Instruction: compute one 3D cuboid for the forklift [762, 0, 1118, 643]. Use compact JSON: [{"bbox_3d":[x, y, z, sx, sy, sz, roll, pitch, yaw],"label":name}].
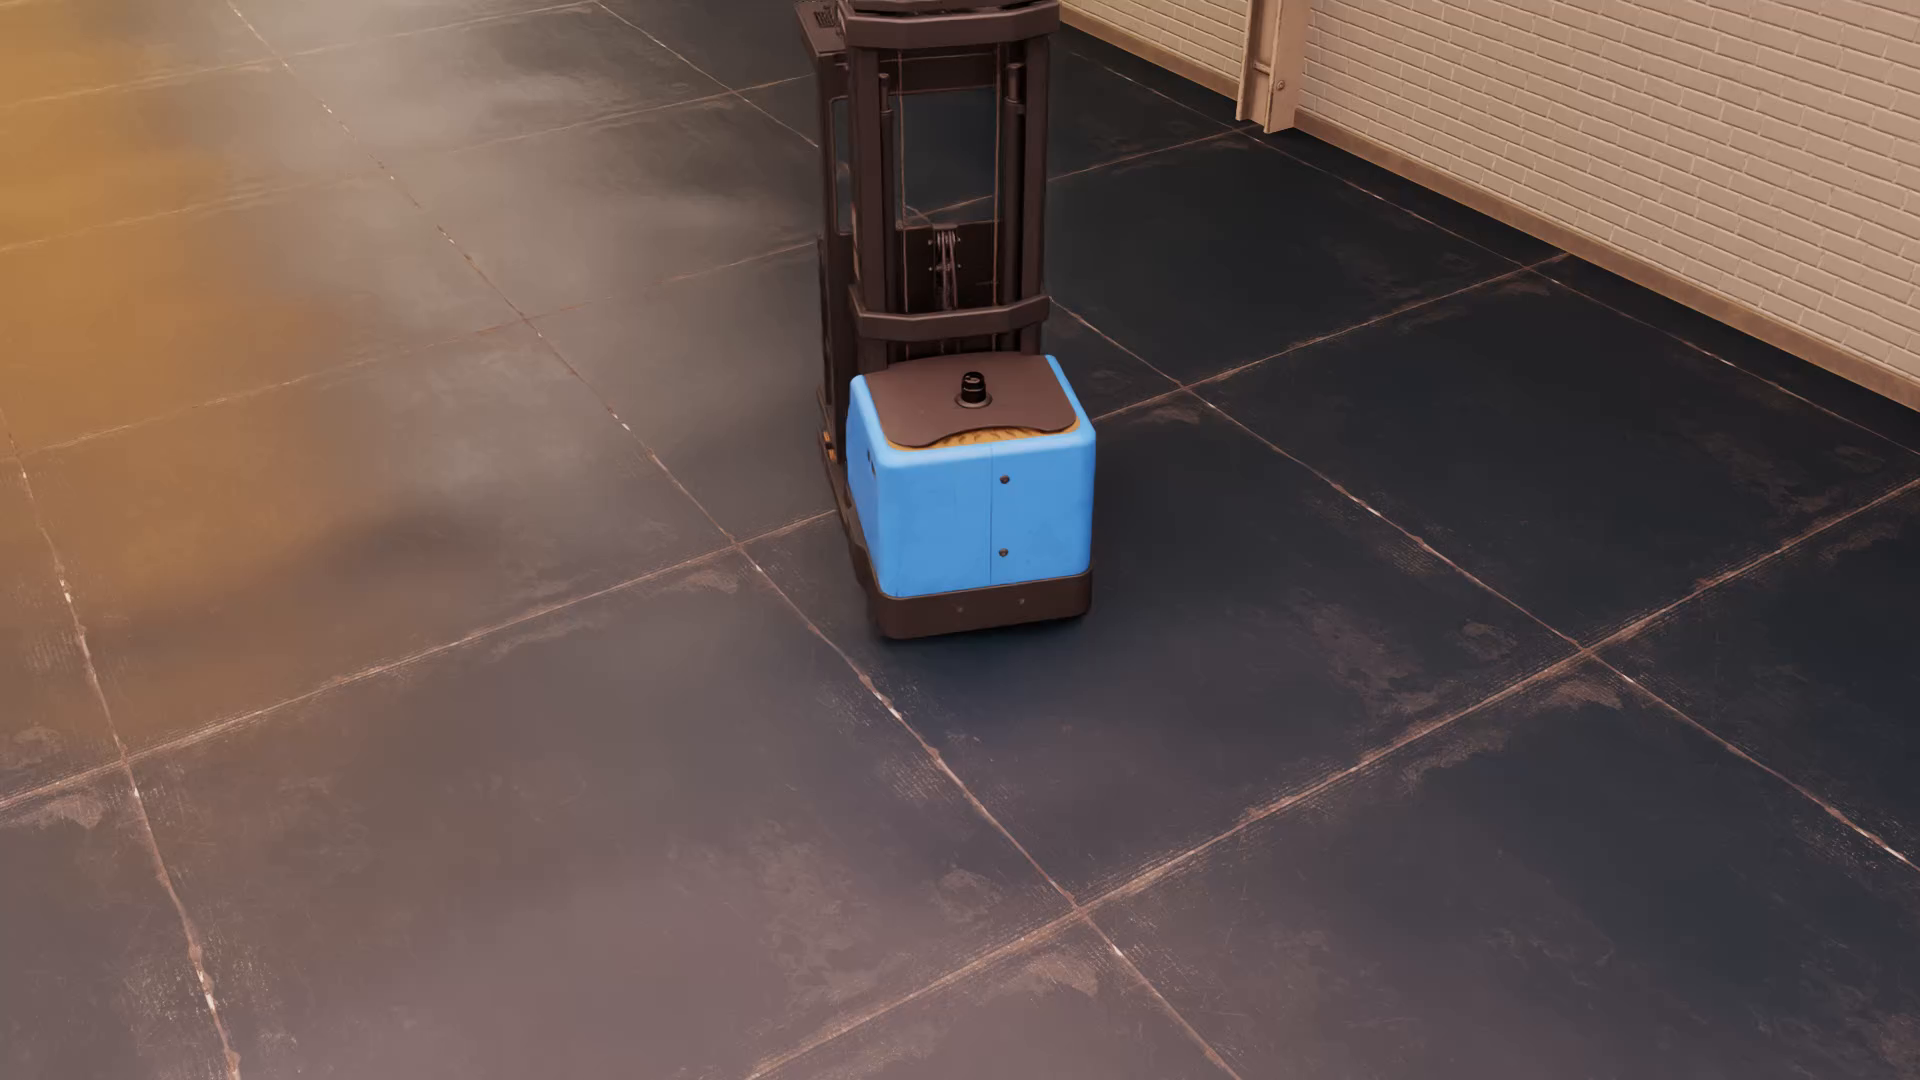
[{"bbox_3d":[-0.284,-1.552,8.356,1.130,2.935,3.031,-13,37,-18],"label":"forklift"}]
